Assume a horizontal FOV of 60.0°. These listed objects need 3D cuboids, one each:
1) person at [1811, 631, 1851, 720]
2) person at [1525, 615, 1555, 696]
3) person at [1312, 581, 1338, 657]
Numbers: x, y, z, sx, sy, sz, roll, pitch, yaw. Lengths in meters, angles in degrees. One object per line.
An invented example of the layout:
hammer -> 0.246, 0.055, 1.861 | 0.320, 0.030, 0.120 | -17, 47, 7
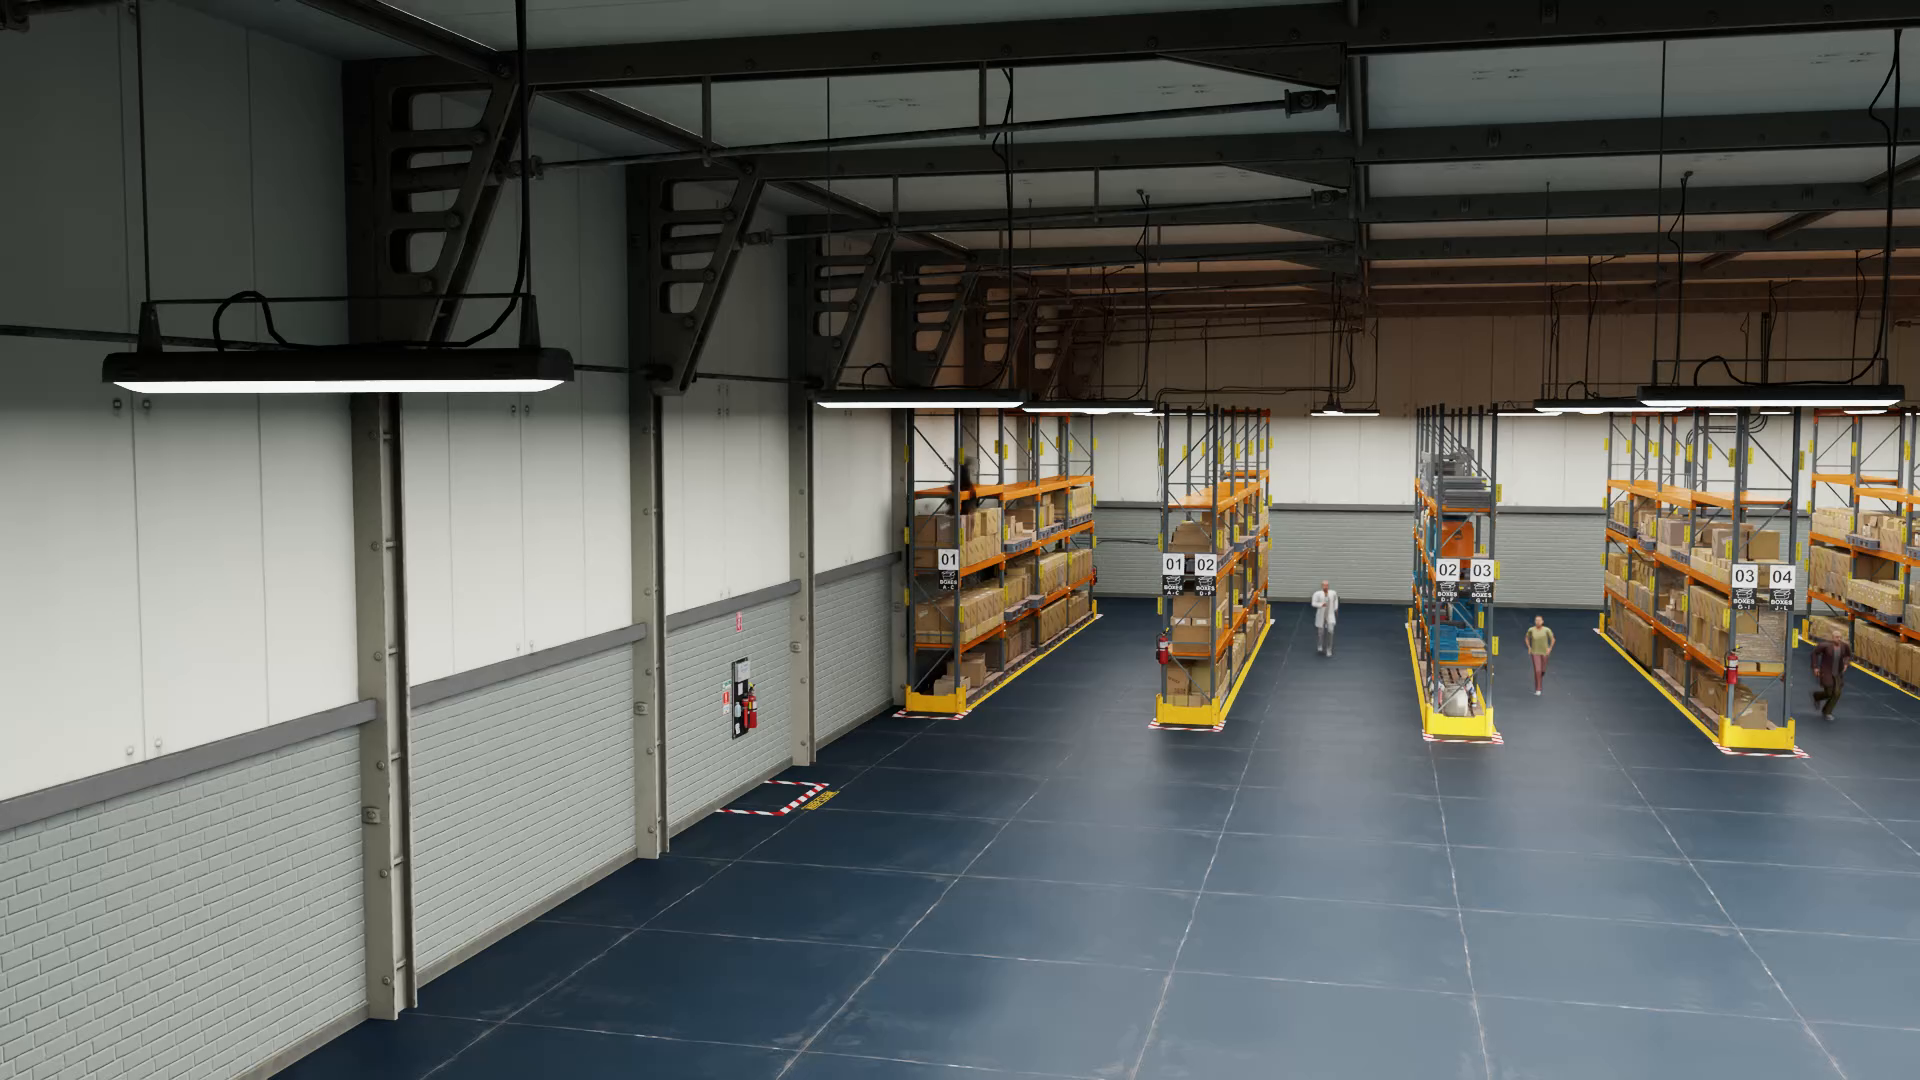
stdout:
person -> 16.637, 2.580, 31.814 | 0.685, 1.677, 0.758 | 0, 4, -6
person -> 12.096, 2.383, 34.724 | 0.581, 1.672, 0.718 | 1, 4, 14
person -> 8.854, 1.941, 40.354 | 0.683, 1.765, 0.930 | 0, 4, 2
